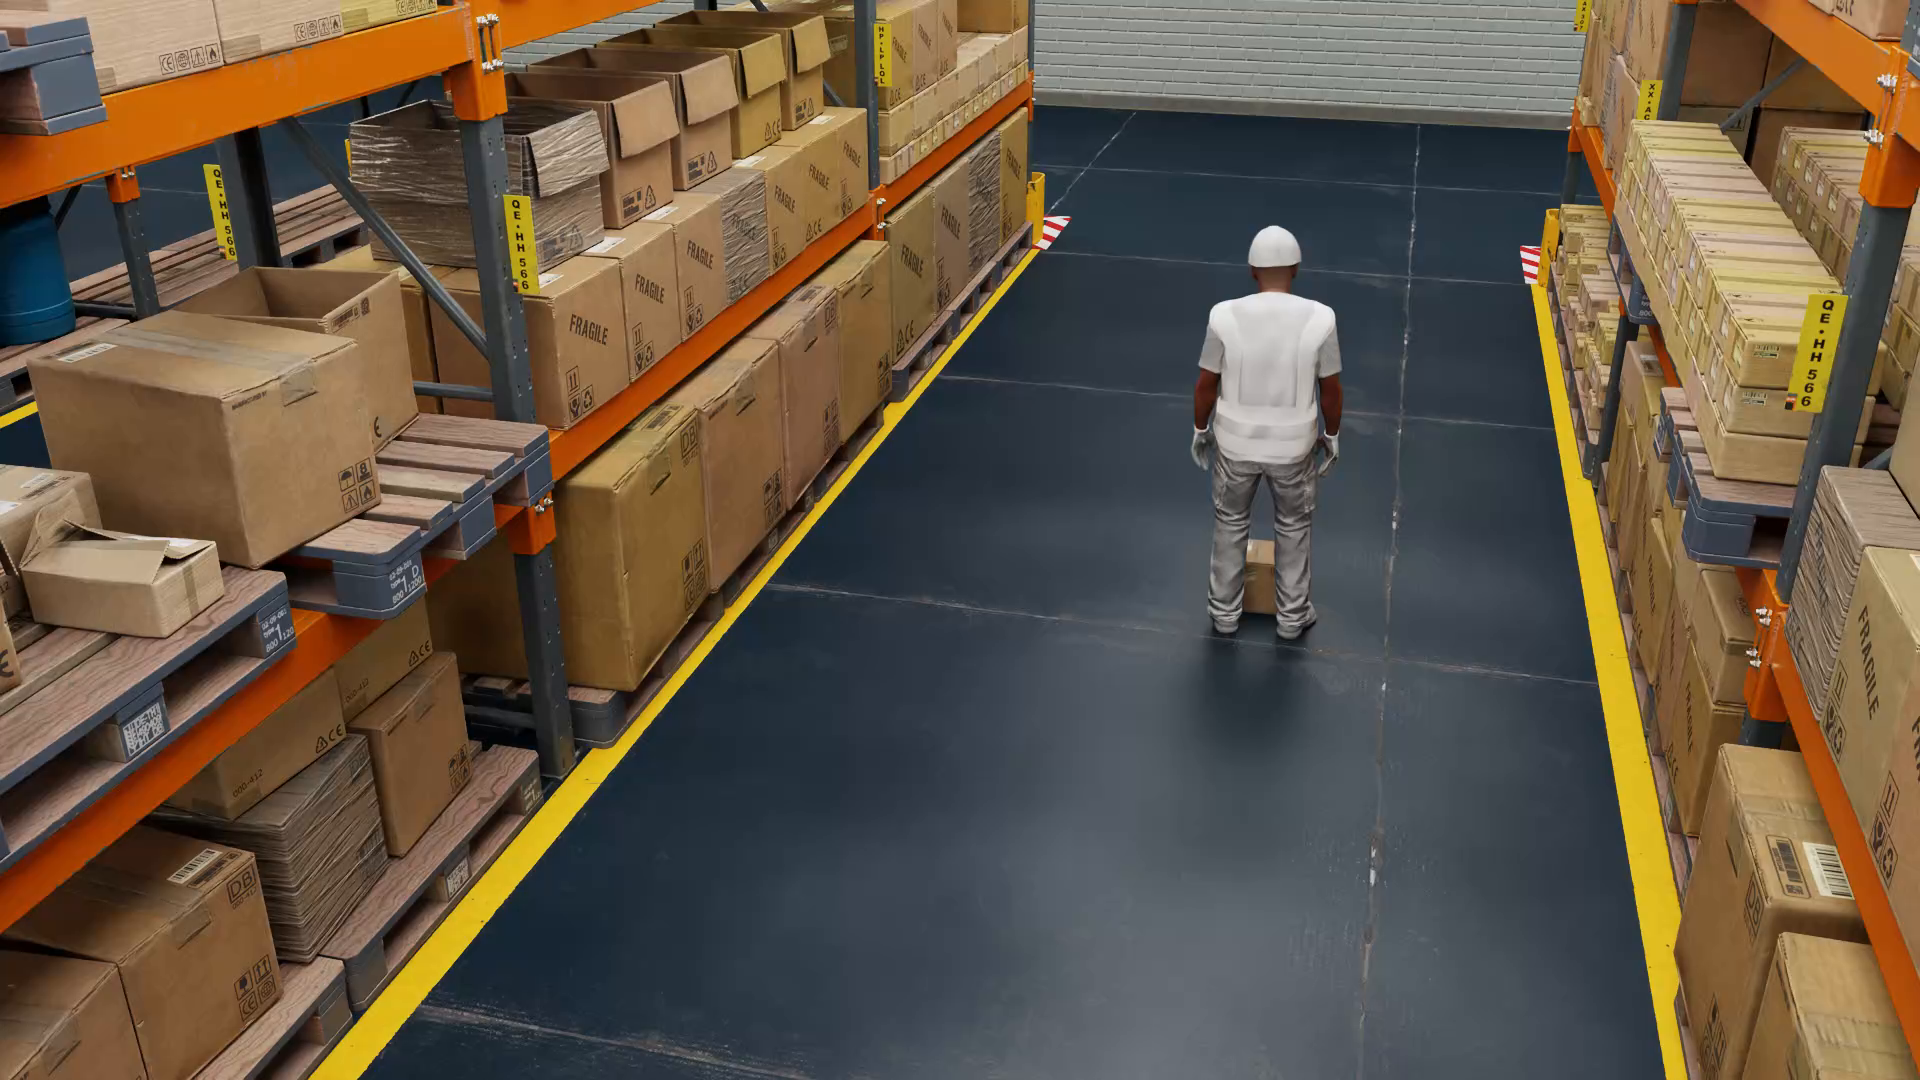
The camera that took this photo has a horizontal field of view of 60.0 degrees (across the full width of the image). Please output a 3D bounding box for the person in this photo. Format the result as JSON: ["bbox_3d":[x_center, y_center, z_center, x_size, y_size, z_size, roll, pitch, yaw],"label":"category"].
[{"bbox_3d":[1.290,-0.429,7.014,0.617,1.771,0.452,5,26,11],"label":"person"}]
